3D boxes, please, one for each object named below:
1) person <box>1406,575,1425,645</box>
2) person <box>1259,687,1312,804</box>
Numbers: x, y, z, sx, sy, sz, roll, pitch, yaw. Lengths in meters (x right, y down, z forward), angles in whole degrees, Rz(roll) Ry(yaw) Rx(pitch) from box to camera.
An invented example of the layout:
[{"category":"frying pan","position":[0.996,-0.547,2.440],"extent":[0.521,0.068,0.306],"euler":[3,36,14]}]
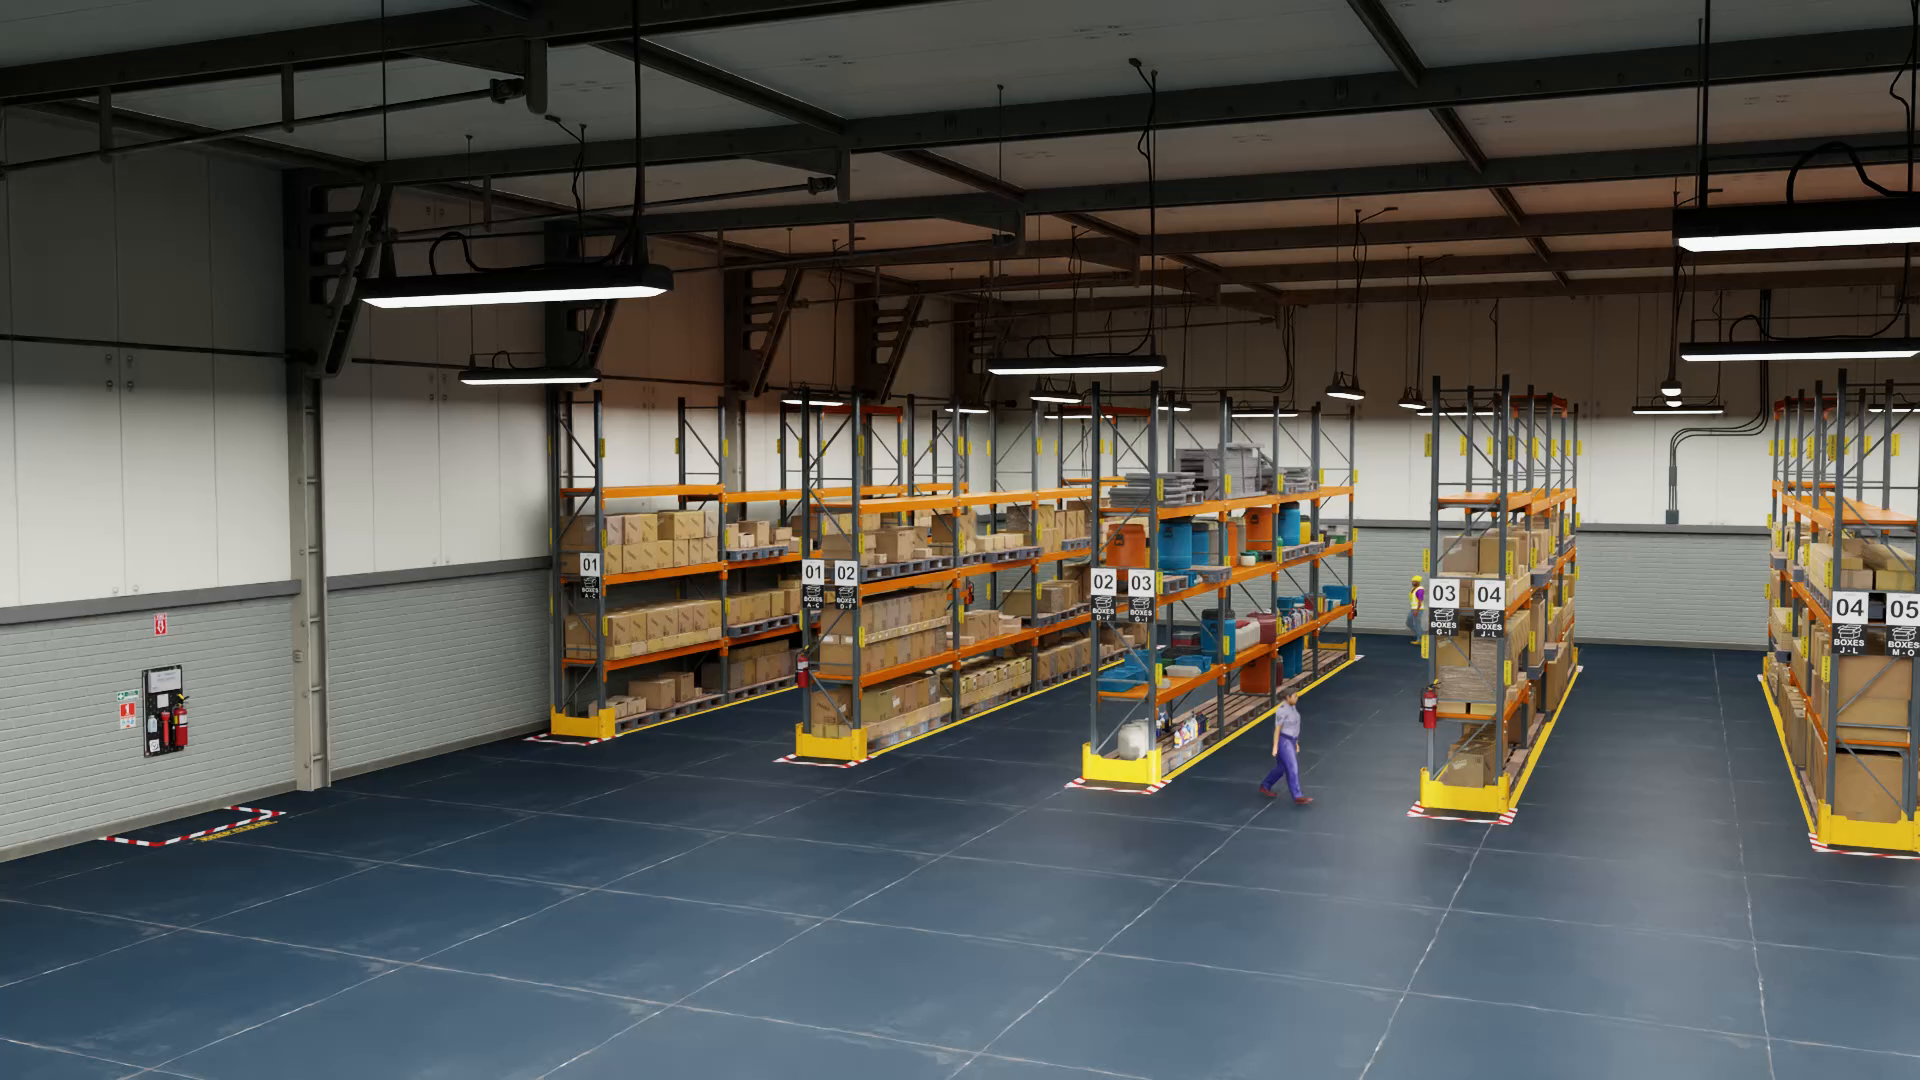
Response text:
[{"category":"person","position":[11.565,1.788,42.231],"extent":[0.437,1.790,0.589],"euler":[0,3,5]},{"category":"person","position":[4.624,2.897,23.588],"extent":[0.870,1.621,0.493],"euler":[2,4,28]}]
